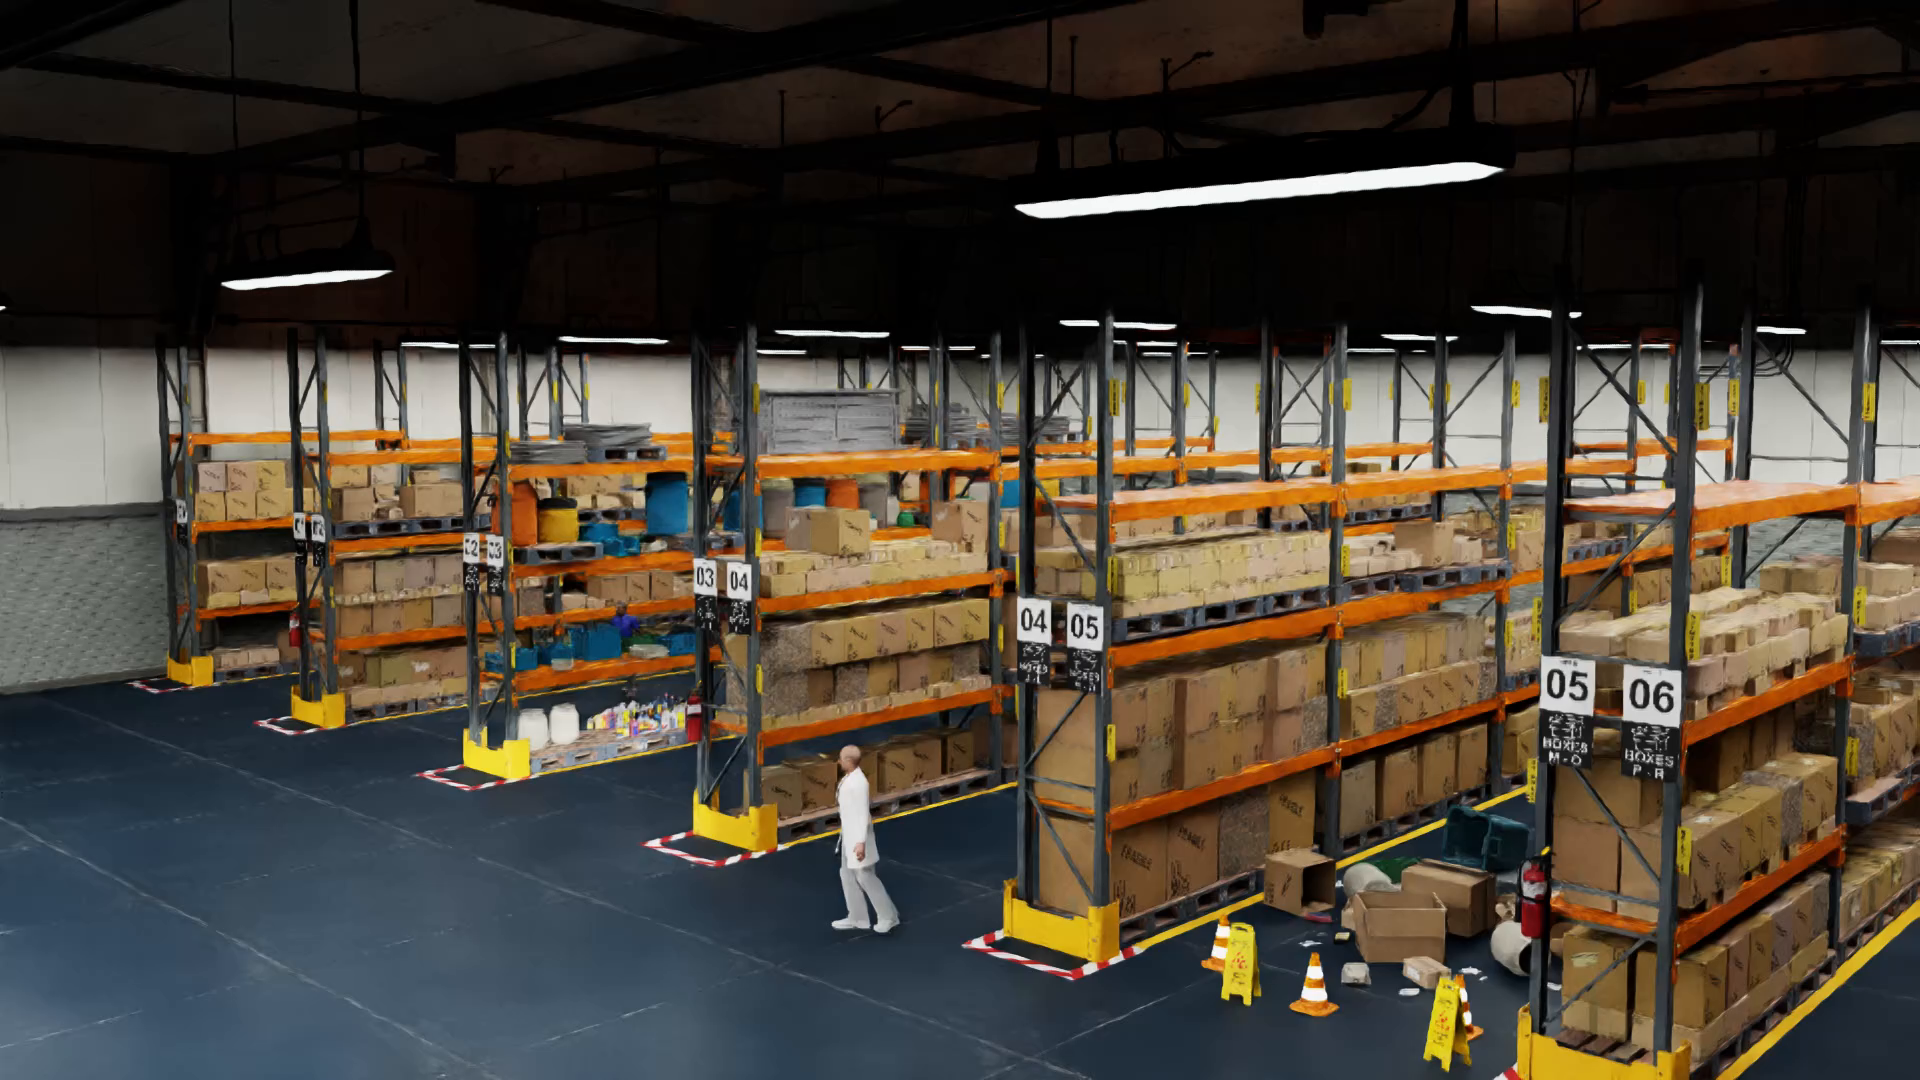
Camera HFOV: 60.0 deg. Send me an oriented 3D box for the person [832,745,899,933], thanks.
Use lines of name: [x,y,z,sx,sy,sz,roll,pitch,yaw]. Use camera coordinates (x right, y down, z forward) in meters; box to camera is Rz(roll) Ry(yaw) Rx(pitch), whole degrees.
person: [-0.895,2.815,15.716,0.628,1.765,0.604,-1,5,-12]

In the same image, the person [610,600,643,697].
person: [-5.508,1.771,27.617,0.612,1.588,0.825,3,6,26]
